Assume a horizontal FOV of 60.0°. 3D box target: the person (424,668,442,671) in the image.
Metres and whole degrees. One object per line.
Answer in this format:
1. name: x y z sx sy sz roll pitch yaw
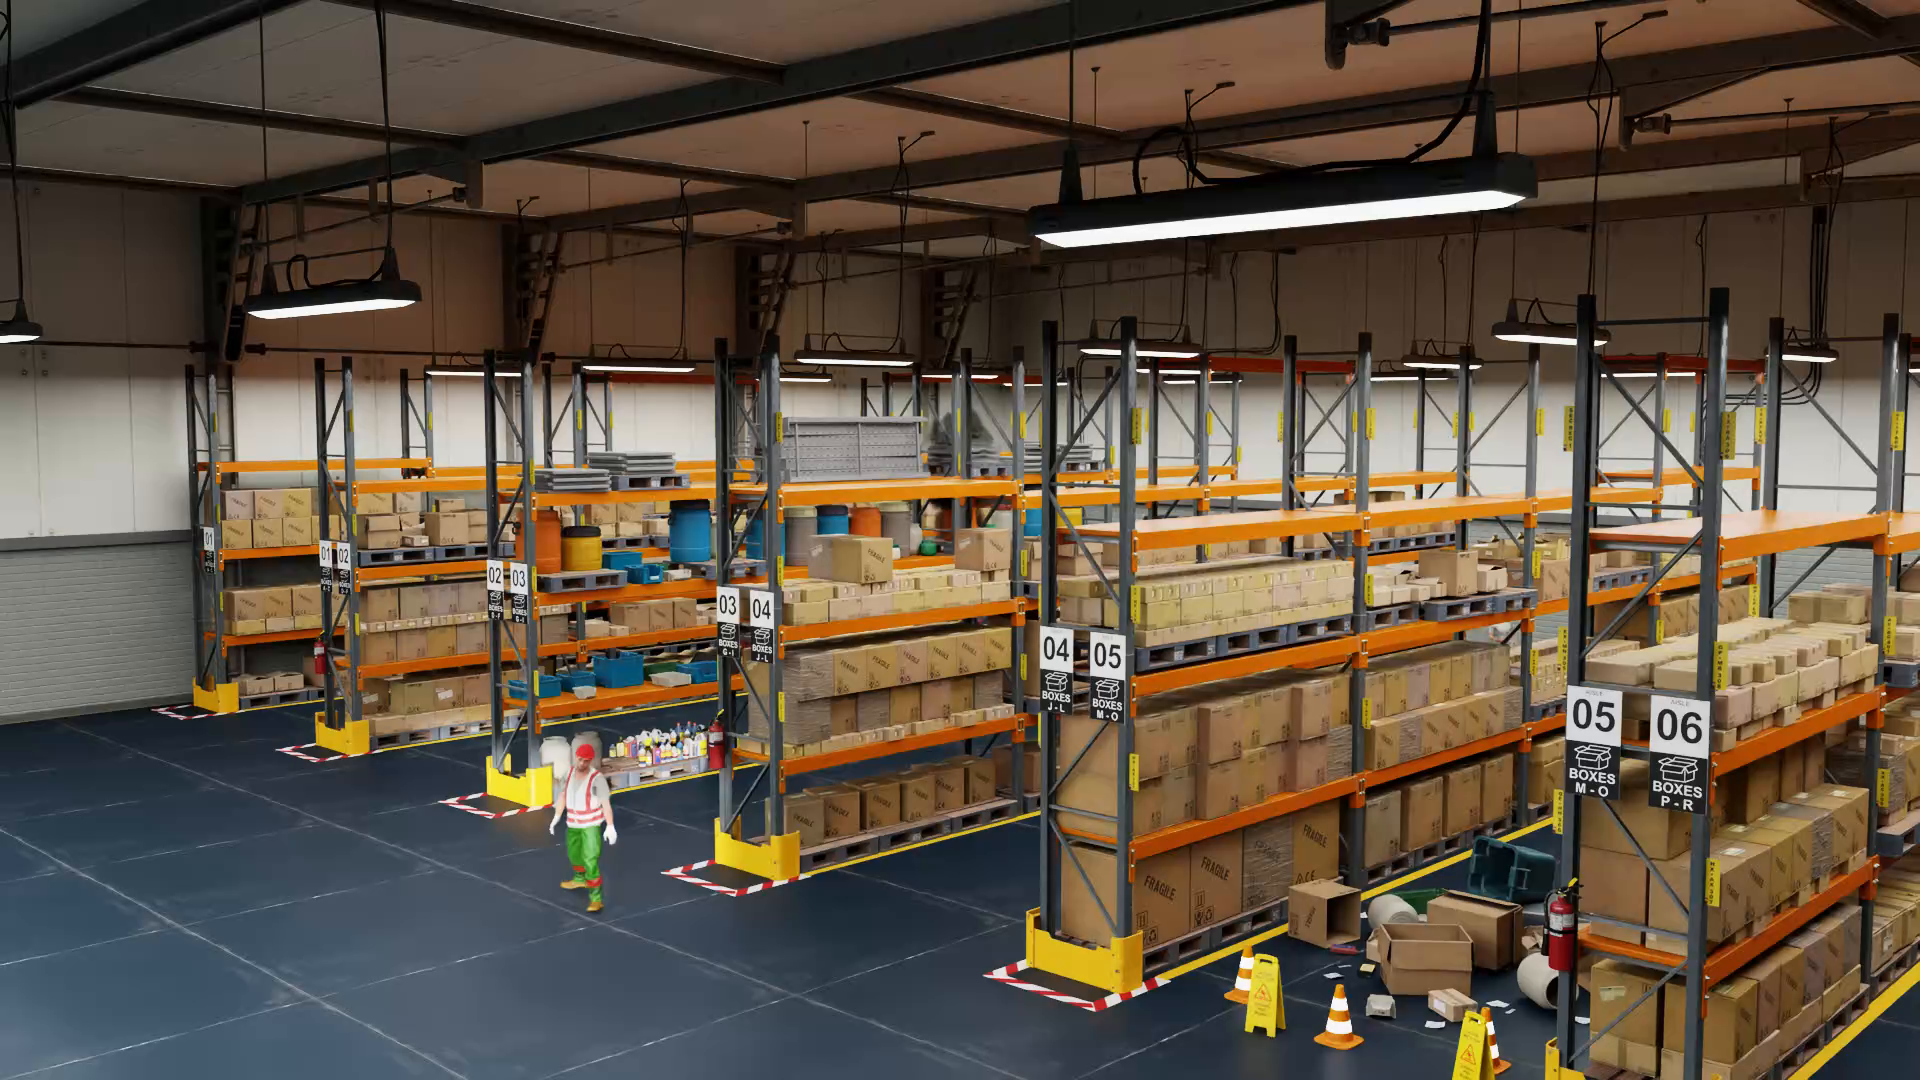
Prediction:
1. person: -9.226 2.055 29.283 0.695 1.745 0.966 1 5 17

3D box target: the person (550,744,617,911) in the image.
1. person: -3.992 2.965 17.512 0.857 1.730 0.750 2 5 26

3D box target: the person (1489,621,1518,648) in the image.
1. person: 9.903 2.024 30.300 0.559 1.675 0.724 0 4 4
